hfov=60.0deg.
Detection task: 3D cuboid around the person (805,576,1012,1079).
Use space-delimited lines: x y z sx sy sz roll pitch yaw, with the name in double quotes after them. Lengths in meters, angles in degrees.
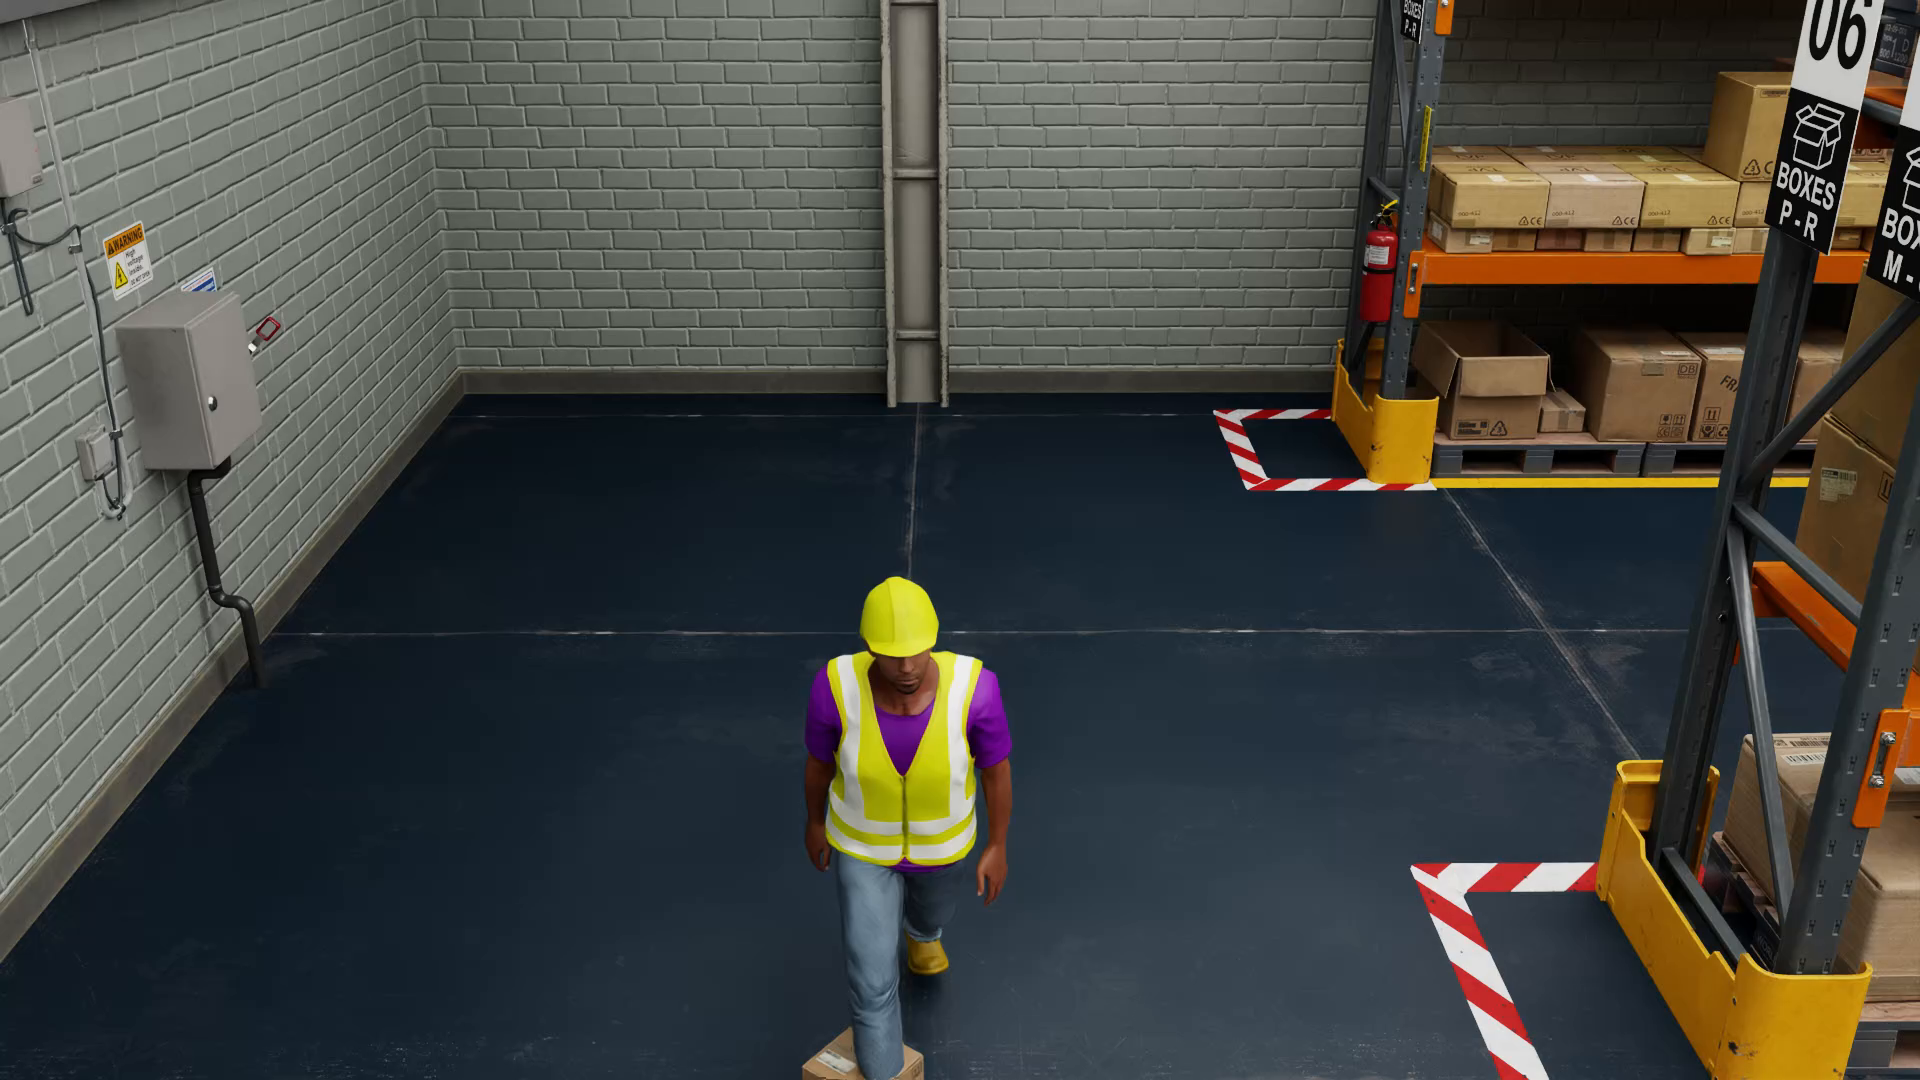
-0.150 0.836 4.768 0.587 1.702 1.132 -3 24 -7 "person"
